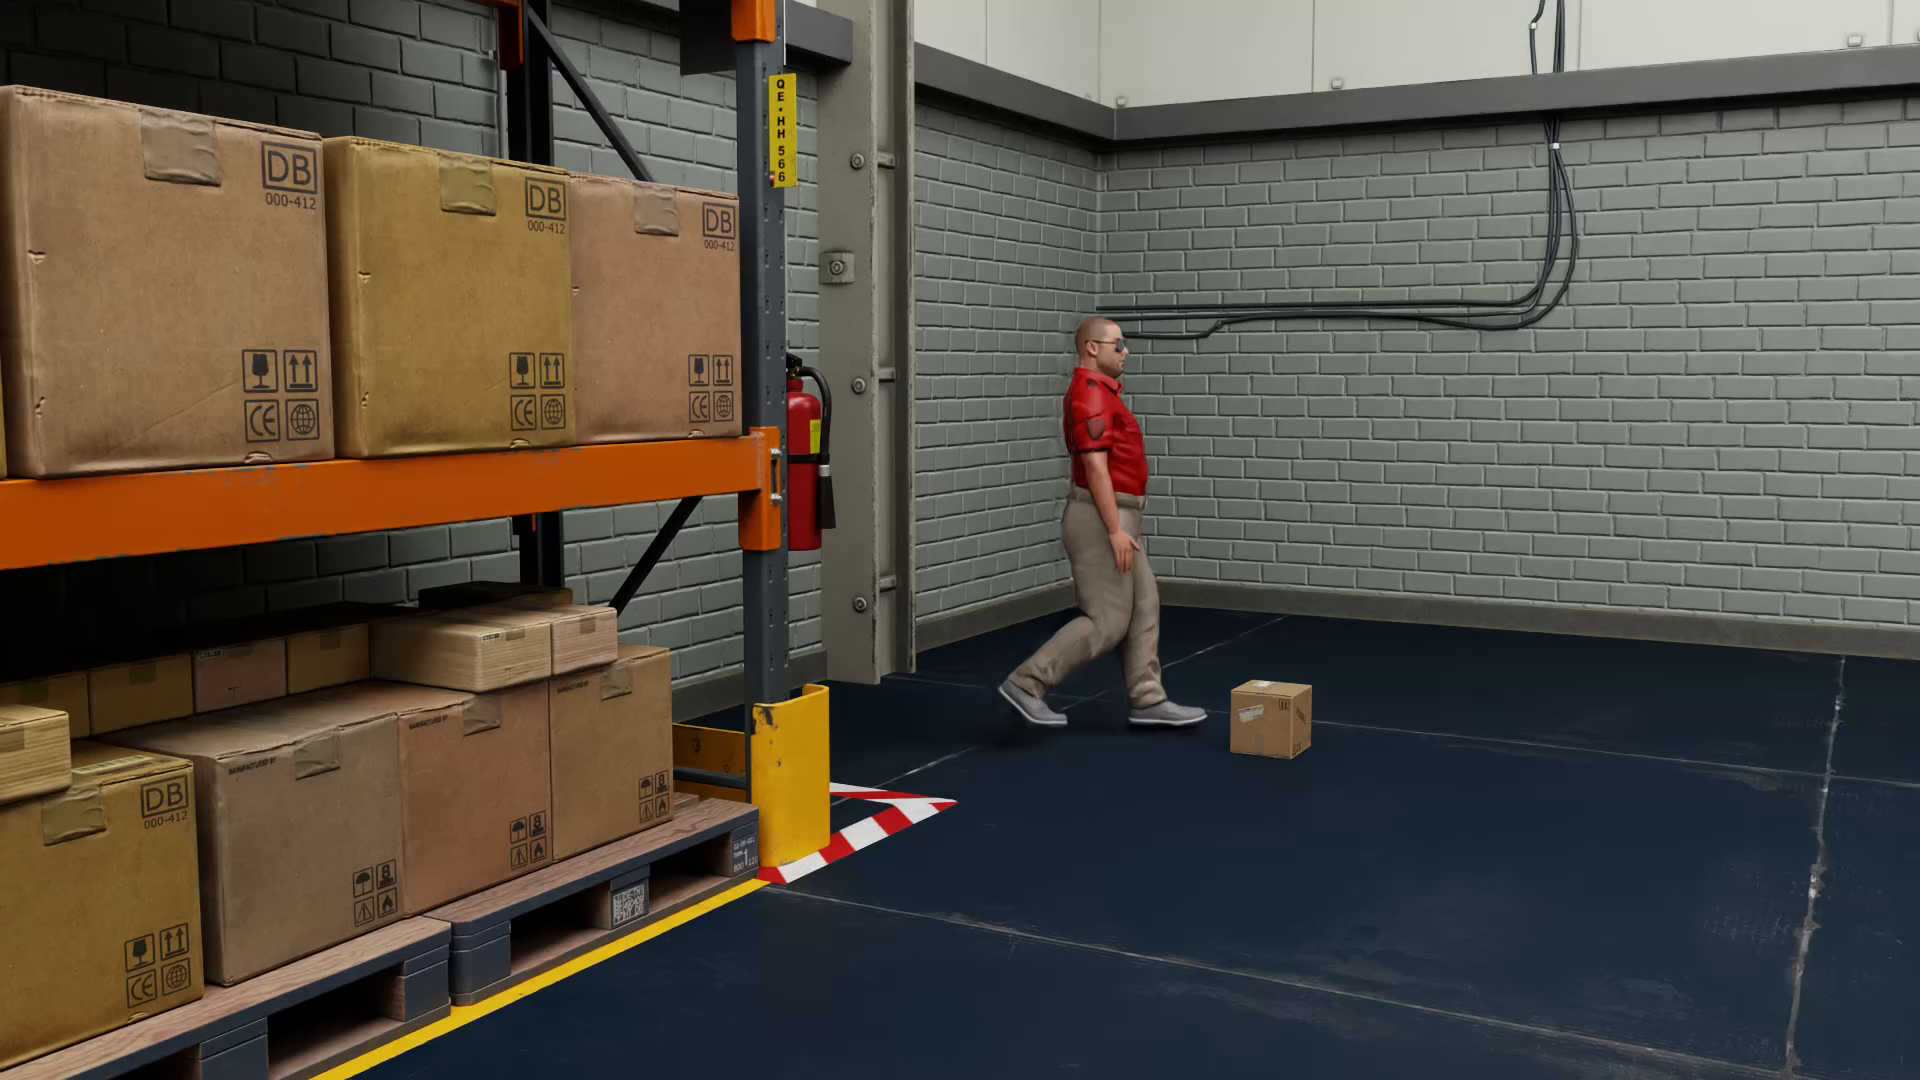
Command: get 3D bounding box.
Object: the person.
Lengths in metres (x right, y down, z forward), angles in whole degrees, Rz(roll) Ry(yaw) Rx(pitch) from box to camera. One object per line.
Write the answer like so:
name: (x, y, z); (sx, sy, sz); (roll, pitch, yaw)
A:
person: (0.592, -0.058, 6.777); (0.880, 1.687, 0.593); (0, 6, 1)
